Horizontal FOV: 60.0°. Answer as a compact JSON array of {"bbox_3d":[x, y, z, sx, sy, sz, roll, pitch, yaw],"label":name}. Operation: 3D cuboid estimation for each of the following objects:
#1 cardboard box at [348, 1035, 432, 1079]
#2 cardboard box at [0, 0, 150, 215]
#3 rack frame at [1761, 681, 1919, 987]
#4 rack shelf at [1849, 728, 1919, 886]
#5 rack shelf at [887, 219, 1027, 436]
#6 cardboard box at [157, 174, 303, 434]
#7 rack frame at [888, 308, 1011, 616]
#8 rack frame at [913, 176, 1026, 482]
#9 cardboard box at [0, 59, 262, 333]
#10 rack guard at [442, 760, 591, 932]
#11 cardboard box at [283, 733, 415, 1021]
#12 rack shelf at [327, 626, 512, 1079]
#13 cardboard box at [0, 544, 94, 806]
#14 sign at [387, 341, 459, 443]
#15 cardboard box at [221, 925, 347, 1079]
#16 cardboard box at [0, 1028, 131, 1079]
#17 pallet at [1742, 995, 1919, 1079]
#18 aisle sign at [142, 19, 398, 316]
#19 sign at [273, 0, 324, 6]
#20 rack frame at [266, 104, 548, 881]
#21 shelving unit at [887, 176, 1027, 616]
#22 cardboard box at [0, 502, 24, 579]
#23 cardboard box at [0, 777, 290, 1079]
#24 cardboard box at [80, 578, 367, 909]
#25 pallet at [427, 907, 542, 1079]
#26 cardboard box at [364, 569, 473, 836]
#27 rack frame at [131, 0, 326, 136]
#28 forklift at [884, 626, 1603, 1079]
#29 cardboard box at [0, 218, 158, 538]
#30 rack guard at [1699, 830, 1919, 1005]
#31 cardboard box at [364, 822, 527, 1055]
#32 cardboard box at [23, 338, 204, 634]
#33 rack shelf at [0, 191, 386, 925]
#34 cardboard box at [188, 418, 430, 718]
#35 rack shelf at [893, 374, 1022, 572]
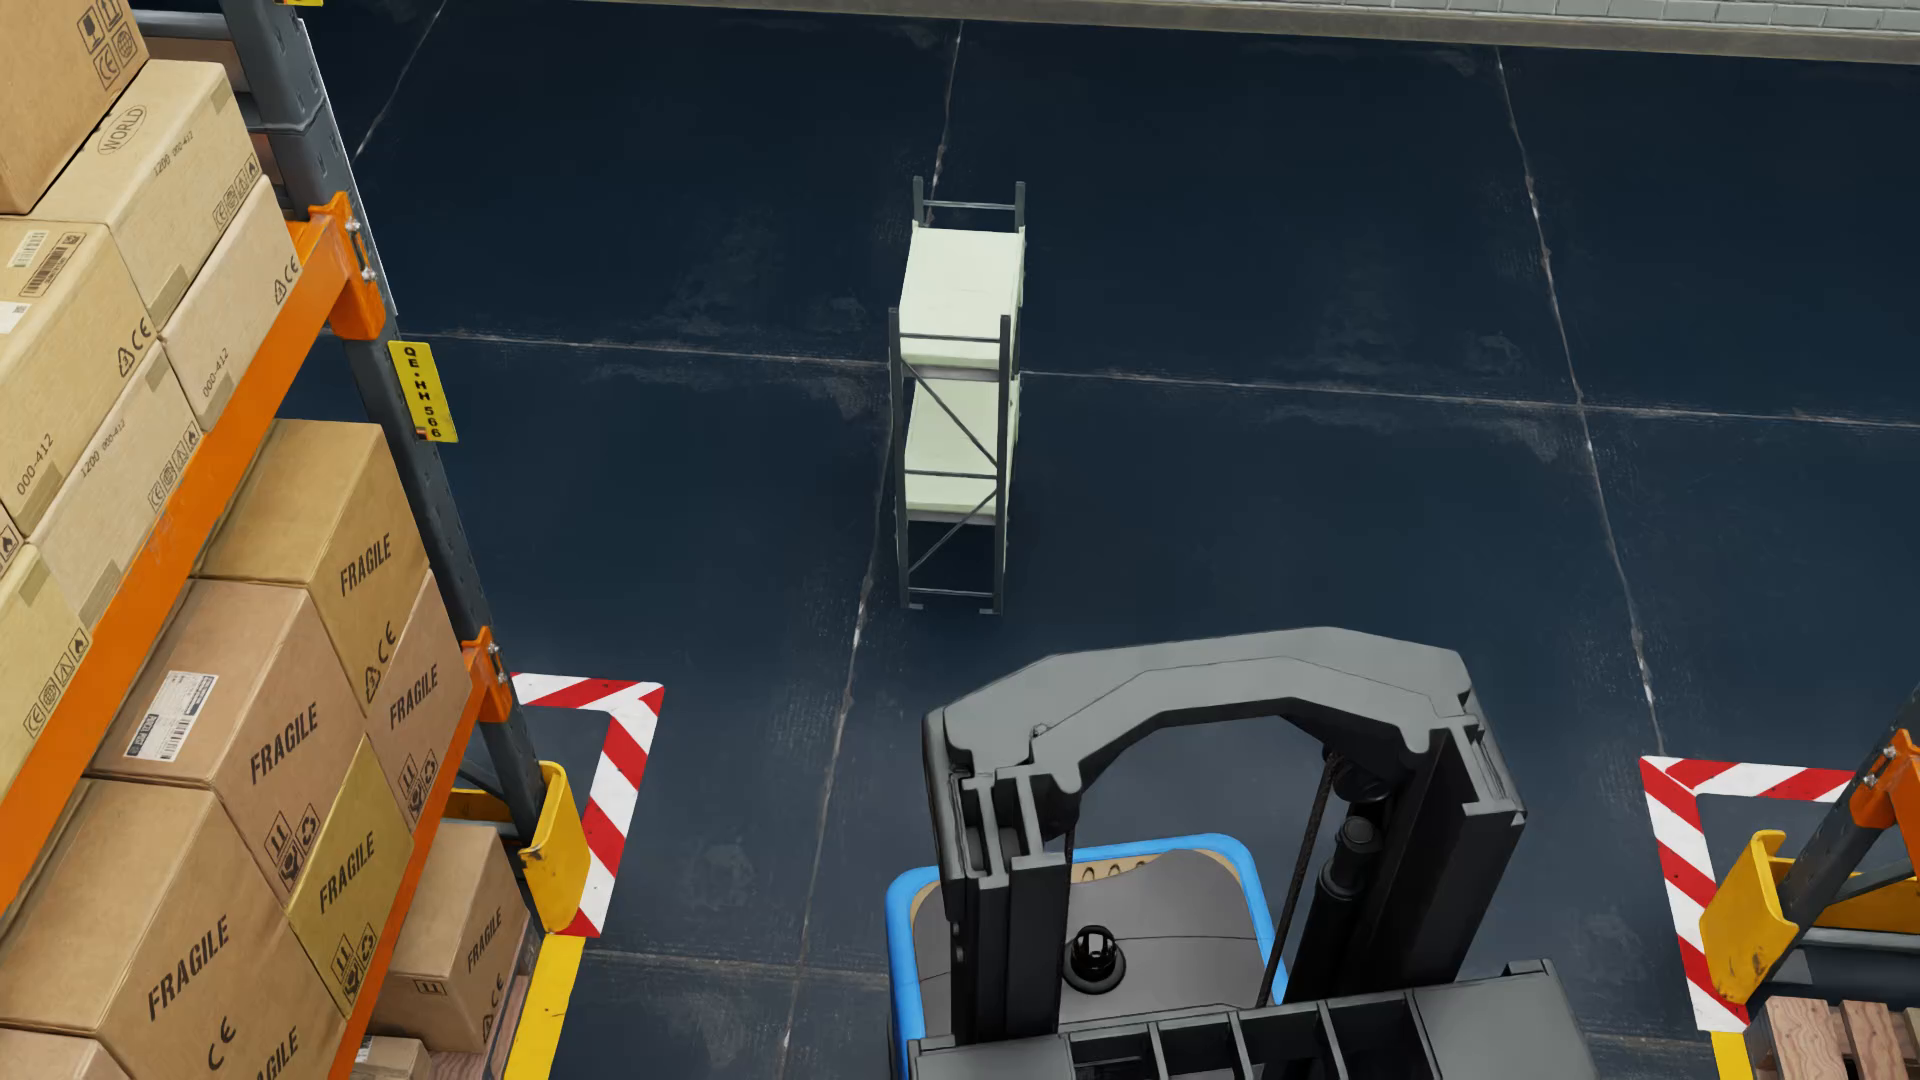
[{"bbox_3d":[-1.795,1.601,4.901,0.380,0.166,0.250,4,48,4],"label":"cardboard box"},{"bbox_3d":[-1.895,-0.919,2.806,0.700,0.500,0.500,4,48,4],"label":"cardboard box"},{"bbox_3d":[3.068,0.421,4.358,1.000,3.000,0.127,4,48,4],"label":"rack frame"},{"bbox_3d":[2.886,2.134,3.279,1.077,0.370,4.000,4,48,4],"label":"rack shelf"},{"bbox_3d":[-0.001,-0.765,5.930,0.431,0.370,0.720,4,48,4],"label":"rack shelf"},{"bbox_3d":[-1.648,-0.481,3.252,0.500,0.250,0.500,4,48,4],"label":"cardboard box"},{"bbox_3d":[-0.034,-0.232,5.972,0.400,1.500,0.023,4,48,4],"label":"rack frame"},{"bbox_3d":[0.033,-0.770,6.464,0.400,1.500,0.023,4,48,4],"label":"rack frame"},{"bbox_3d":[-1.657,-0.650,3.068,0.500,0.250,0.500,4,48,4],"label":"cardboard box"},{"bbox_3d":[-1.871,0.985,5.536,1.175,0.500,0.348,4,48,4],"label":"rack guard"},{"bbox_3d":[-1.678,0.781,3.961,0.500,0.500,0.500,4,48,4],"label":"cardboard box"},{"bbox_3d":[-2.046,1.798,3.586,1.077,0.370,4.000,4,48,4],"label":"rack shelf"},{"bbox_3d":[-1.737,0.254,2.580,0.500,0.250,0.500,4,48,4],"label":"cardboard box"},{"bbox_3d":[-1.313,-0.360,4.074,0.100,0.325,0.005,4,48,4],"label":"sign"},{"bbox_3d":[-1.728,1.147,3.626,0.500,0.500,0.500,4,48,4],"label":"cardboard box"},{"bbox_3d":[-1.765,1.190,2.910,0.500,0.500,0.500,5,48,5],"label":"cardboard box"},{"bbox_3d":[2.955,1.966,4.835,1.003,0.211,1.213,4,48,4],"label":"pallet"},{"bbox_3d":[-1.553,-0.821,3.733,0.394,0.787,0.004,4,48,4],"label":"aisle sign"},{"bbox_3d":[-1.313,-1.174,3.184,0.100,0.325,0.005,4,48,4],"label":"sign"},{"bbox_3d":[-1.864,0.085,4.665,1.000,3.000,0.127,4,48,4],"label":"rack frame"},{"bbox_3d":[-0.001,-0.501,6.218,0.431,1.500,0.755,4,48,4],"label":"shelving unit"},{"bbox_3d":[-1.751,0.084,2.396,0.500,0.250,0.500,4,48,4],"label":"cardboard box"},{"bbox_3d":[-1.718,0.812,3.255,0.500,0.500,0.500,5,48,5],"label":"cardboard box"},{"bbox_3d":[-1.676,0.431,3.603,0.500,0.500,0.500,5,48,5],"label":"cardboard box"},{"bbox_3d":[-1.943,1.668,5.107,1.003,0.211,1.213,4,48,4],"label":"pallet"},{"bbox_3d":[-1.634,0.399,4.310,0.500,0.500,0.500,5,48,5],"label":"cardboard box"},{"bbox_3d":[-1.864,-1.939,2.451,1.000,3.000,0.127,4,48,4],"label":"rack frame"},{"bbox_3d":[0.492,1.665,3.267,1.130,2.935,3.031,-6,48,-5],"label":"forklift"},{"bbox_3d":[-1.702,-0.283,2.732,0.500,0.250,0.500,4,48,4],"label":"cardboard box"},{"bbox_3d":[3.058,1.246,5.297,1.175,0.500,0.348,4,48,4],"label":"rack guard"},{"bbox_3d":[-1.668,1.197,5.044,0.500,0.500,0.500,4,48,4],"label":"cardboard box"},{"bbox_3d":[-1.705,-0.114,2.917,0.500,0.250,0.500,4,48,4],"label":"cardboard box"},{"bbox_3d":[-2.046,0.786,2.479,1.077,0.370,4.000,4,48,4],"label":"rack shelf"},{"bbox_3d":[-1.631,0.060,3.943,0.500,0.500,0.500,3,48,3],"label":"cardboard box"},{"bbox_3d":[-0.001,-0.281,6.459,0.431,0.370,0.720,4,48,4],"label":"rack shelf"}]
